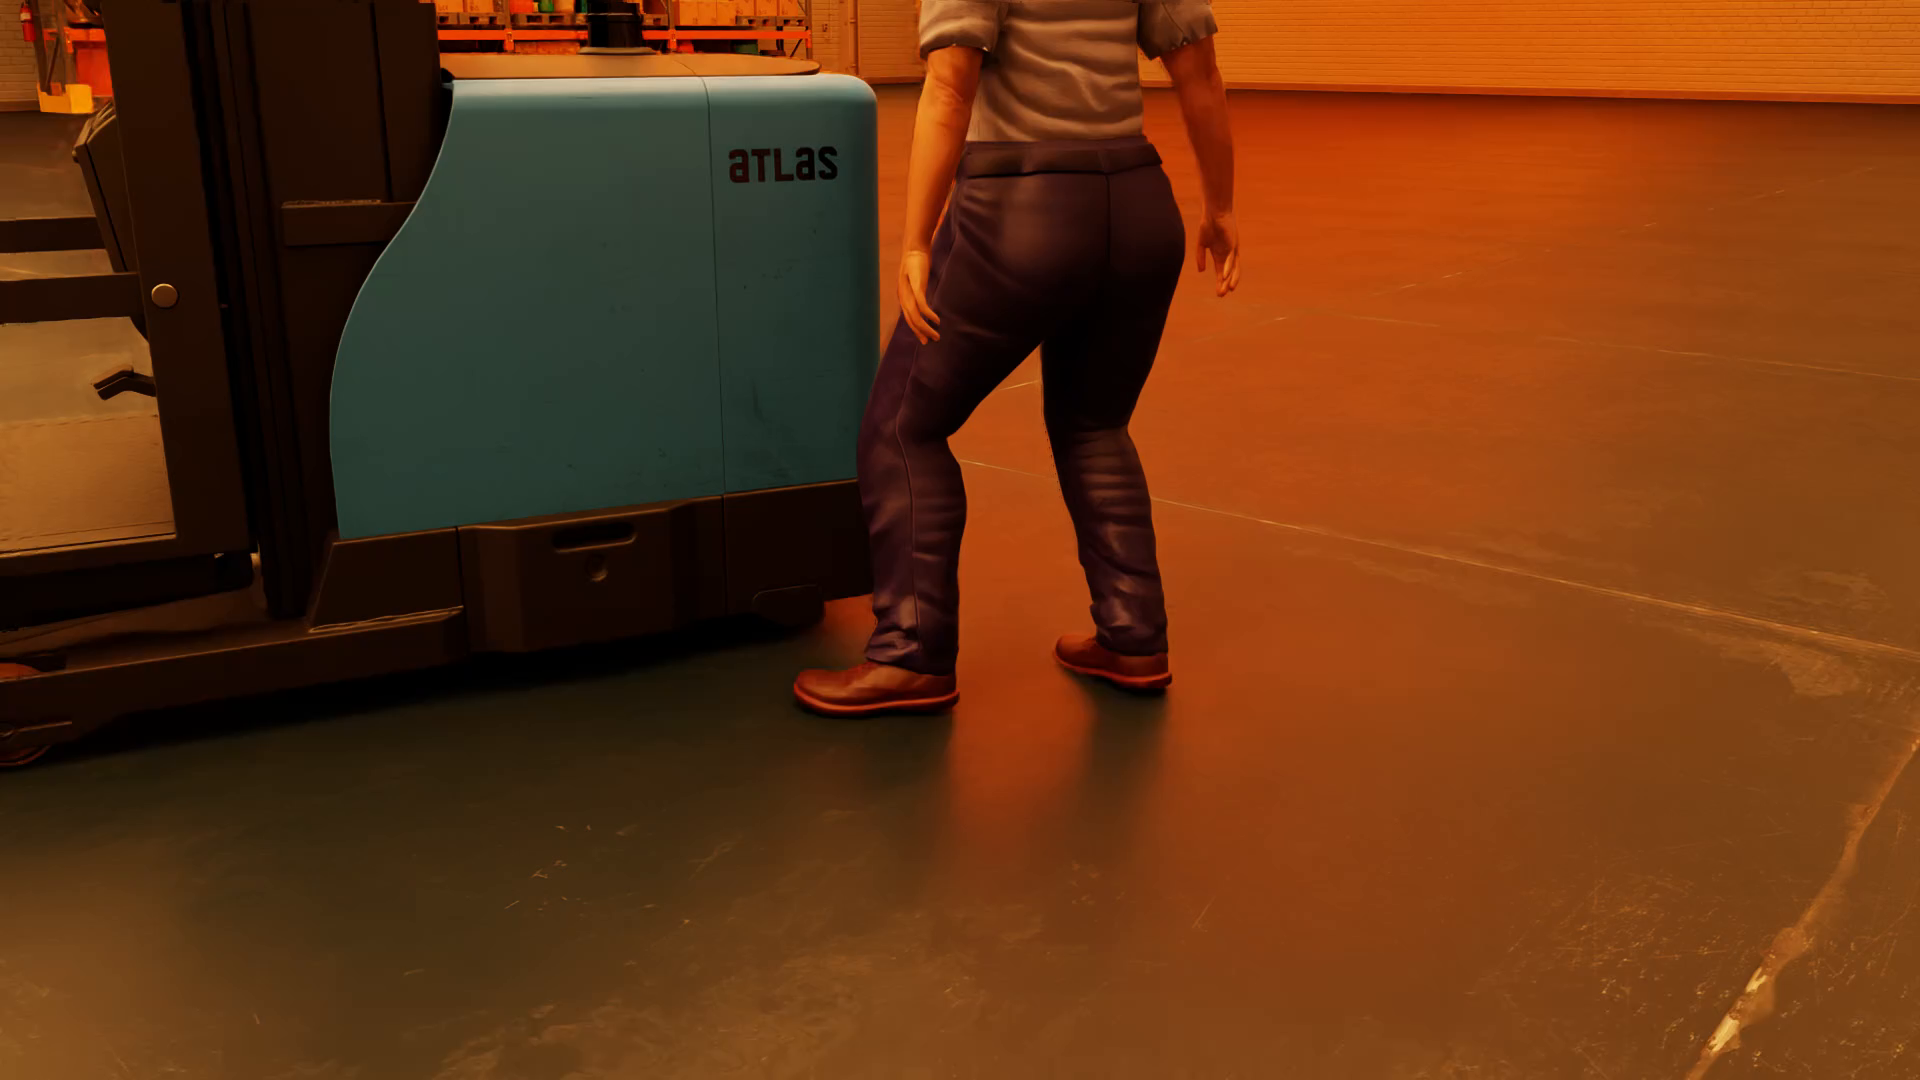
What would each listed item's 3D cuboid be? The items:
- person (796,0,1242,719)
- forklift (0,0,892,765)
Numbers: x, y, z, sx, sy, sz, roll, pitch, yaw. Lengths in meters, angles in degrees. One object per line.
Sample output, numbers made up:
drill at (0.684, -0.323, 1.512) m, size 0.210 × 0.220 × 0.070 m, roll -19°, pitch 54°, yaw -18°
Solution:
person at (0.127, -0.500, 2.836) m, size 0.816 × 1.619 × 0.378 m, roll -12°, pitch 20°, yaw -34°
forklift at (-1.676, -1.184, 2.797) m, size 3.031 × 2.935 × 1.130 m, roll -8°, pitch 19°, yaw -24°
